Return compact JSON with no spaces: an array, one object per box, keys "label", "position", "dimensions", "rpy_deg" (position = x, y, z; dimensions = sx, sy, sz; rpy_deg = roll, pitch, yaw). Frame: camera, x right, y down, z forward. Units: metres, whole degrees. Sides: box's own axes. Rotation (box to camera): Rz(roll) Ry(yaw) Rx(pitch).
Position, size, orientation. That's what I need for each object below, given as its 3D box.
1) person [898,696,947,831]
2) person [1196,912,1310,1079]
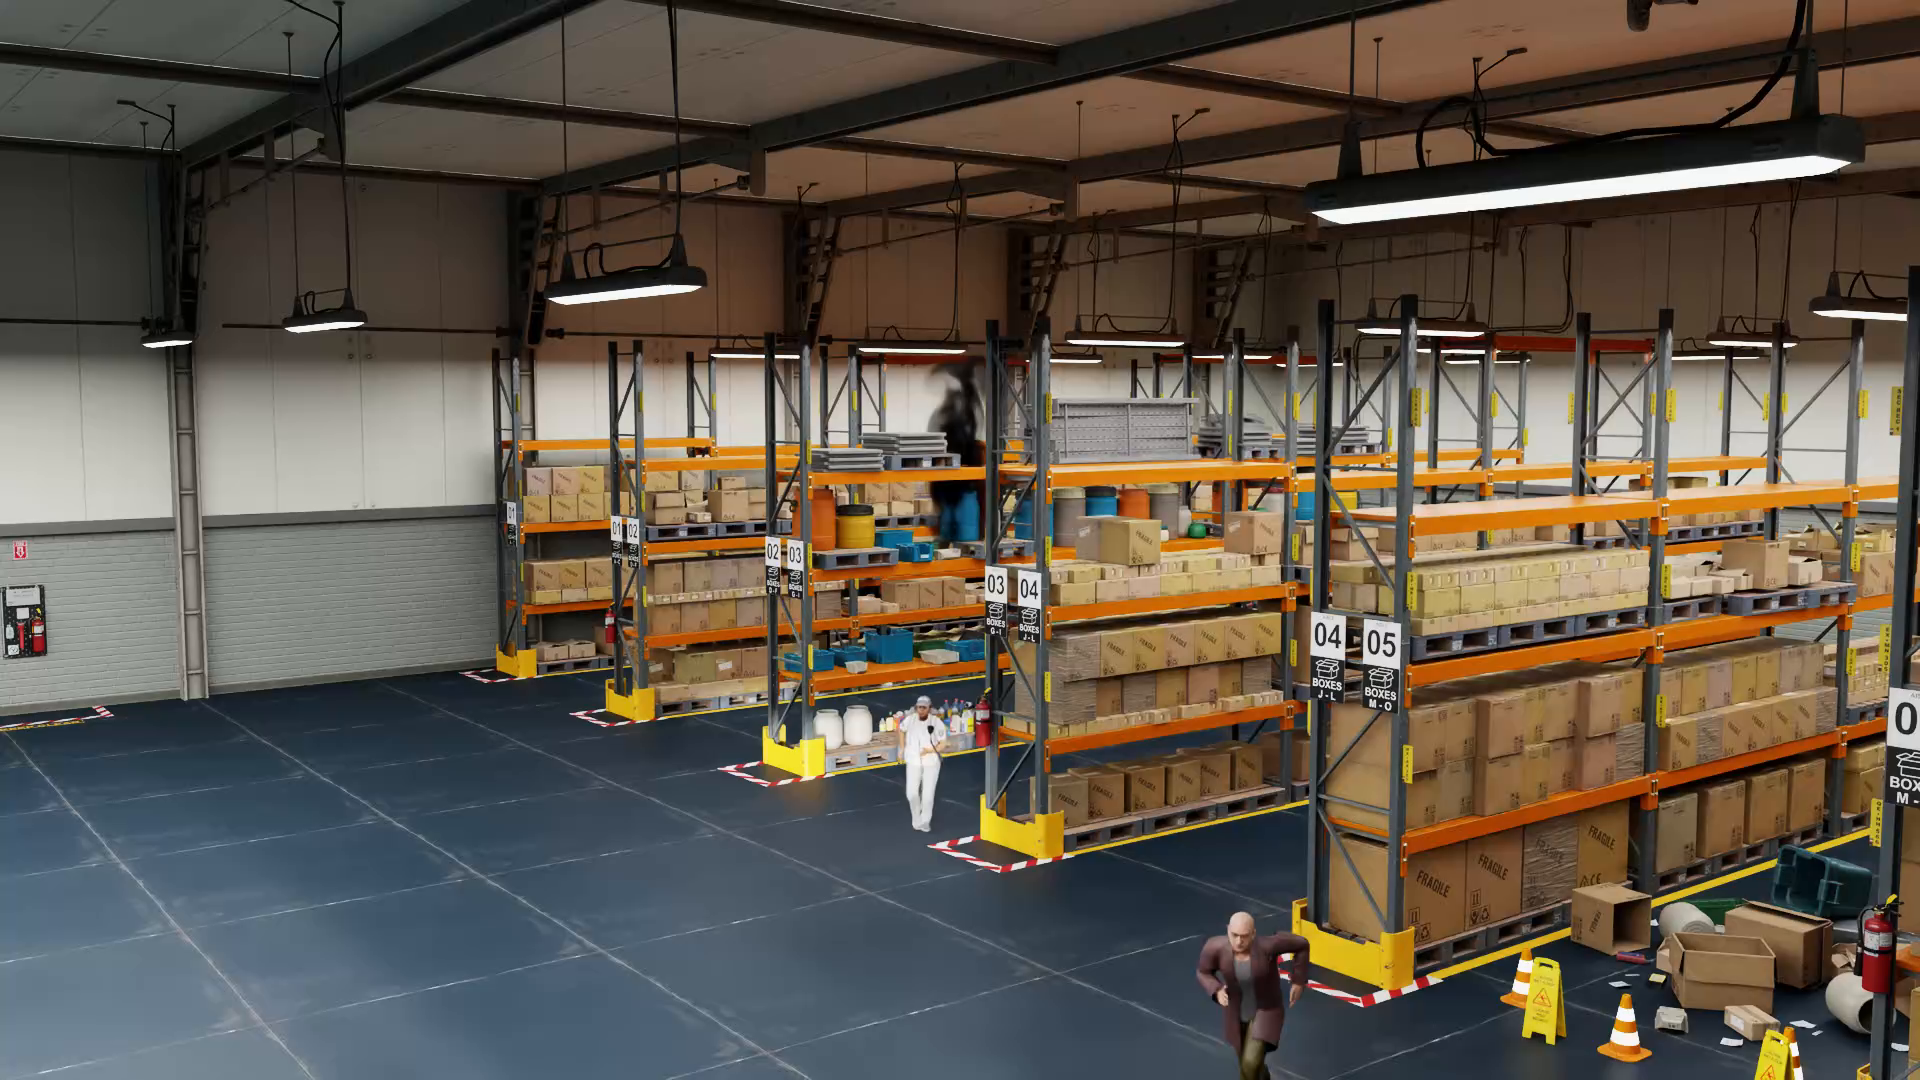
[{"label":"person","position":[-0.460,2.643,19.584],"dimensions":[0.608,1.633,0.602],"rpy_deg":[1,5,6]},{"label":"person","position":[2.054,3.344,11.588],"dimensions":[0.752,1.734,1.072],"rpy_deg":[2,5,23]}]
